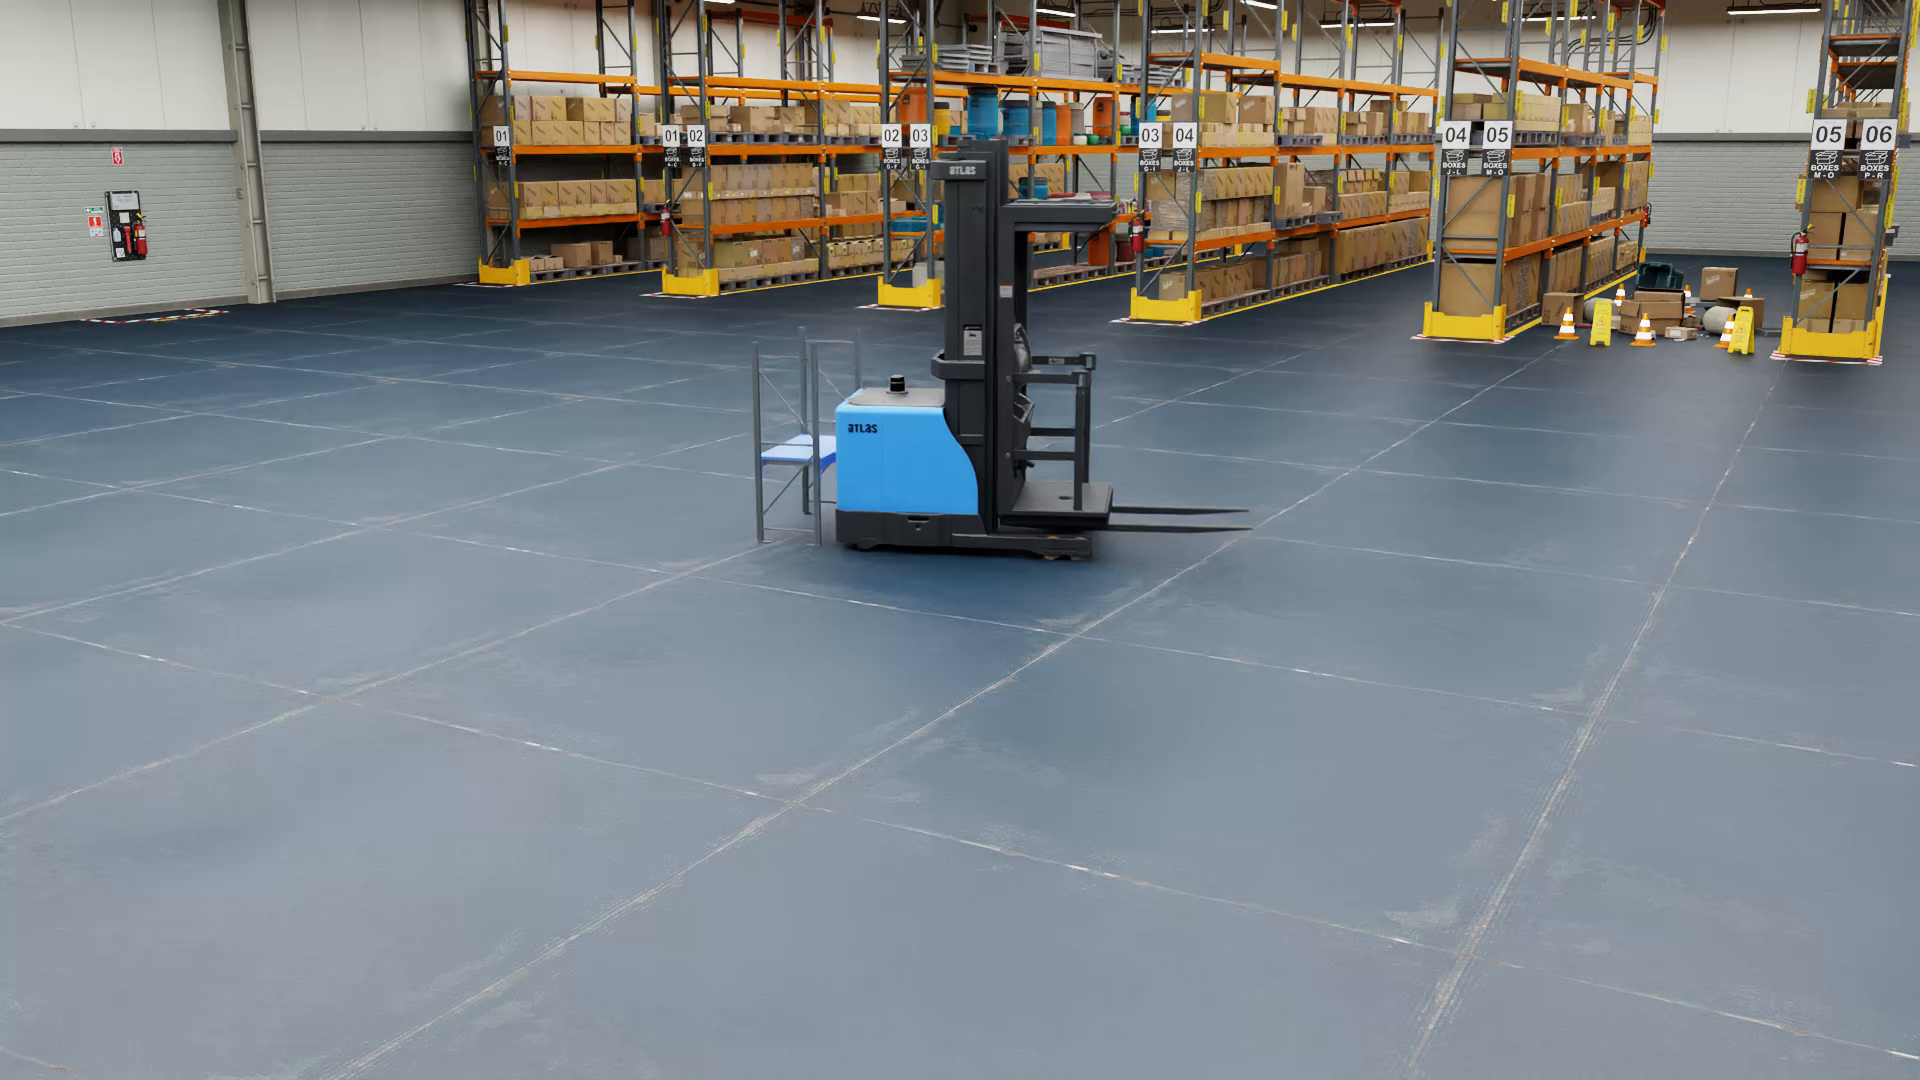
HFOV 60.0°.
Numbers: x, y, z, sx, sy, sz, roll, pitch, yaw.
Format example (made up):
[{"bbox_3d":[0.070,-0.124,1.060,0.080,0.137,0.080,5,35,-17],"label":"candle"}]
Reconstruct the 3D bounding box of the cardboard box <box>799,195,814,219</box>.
[{"bbox_3d":[-3.530,-7.057,35.191,0.700,0.500,0.500,7,15,27],"label":"cardboard box"}]

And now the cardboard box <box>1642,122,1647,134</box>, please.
[{"bbox_3d":[14.947,-9.151,36.945,0.500,0.250,0.500,8,16,29],"label":"cardboard box"}]

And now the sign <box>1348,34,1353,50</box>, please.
[{"bbox_3d":[8.742,-11.133,37.183,0.100,0.325,0.005,7,15,28],"label":"sign"}]

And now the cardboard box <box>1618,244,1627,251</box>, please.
[{"bbox_3d":[14.635,-6.508,37.044,0.380,0.149,0.250,7,15,28],"label":"cardboard box"}]

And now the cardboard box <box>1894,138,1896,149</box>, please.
[{"bbox_3d":[12.535,-5.401,22.671,0.380,0.149,0.250,7,15,28],"label":"cardboard box"}]

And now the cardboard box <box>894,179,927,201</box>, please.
[{"bbox_3d":[-1.182,-8.315,39.515,0.700,0.500,0.500,2,14,9],"label":"cardboard box"}]

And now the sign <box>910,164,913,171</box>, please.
[{"bbox_3d":[-1.390,-10.736,47.690,0.100,0.325,0.005,7,15,28],"label":"sign"}]

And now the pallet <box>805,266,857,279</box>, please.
[{"bbox_3d":[-2.999,-5.900,36.555,1.003,0.211,1.213,7,15,28],"label":"pallet"}]

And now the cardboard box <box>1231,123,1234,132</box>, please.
[{"bbox_3d":[4.489,-7.085,28.590,0.380,0.149,0.250,7,15,27],"label":"cardboard box"}]

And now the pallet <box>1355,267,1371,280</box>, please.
[{"bbox_3d":[8.320,-5.844,36.325,1.003,0.211,1.213,7,15,28],"label":"pallet"}]

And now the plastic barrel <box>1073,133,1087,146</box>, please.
[{"bbox_3d":[2.536,-8.462,35.129,0.301,0.262,0.301,0,14,0],"label":"plastic barrel"}]

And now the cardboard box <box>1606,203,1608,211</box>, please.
[{"bbox_3d":[13.122,-6.858,34.219,0.380,0.149,0.250,7,15,25],"label":"cardboard box"}]

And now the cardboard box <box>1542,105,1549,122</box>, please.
[{"bbox_3d":[9.140,-6.841,26.683,0.500,0.250,0.500,7,15,28],"label":"cardboard box"}]

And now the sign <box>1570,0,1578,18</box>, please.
[{"bbox_3d":[10.116,-8.774,27.395,0.100,0.325,0.005,7,15,28],"label":"sign"}]

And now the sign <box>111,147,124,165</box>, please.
[{"bbox_3d":[-14.232,-6.484,28.083,0.001,0.298,0.199,7,15,28],"label":"sign"}]

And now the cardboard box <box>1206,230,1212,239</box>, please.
[{"bbox_3d":[4.033,-5.164,28.090,0.380,0.149,0.250,7,15,28],"label":"cardboard box"}]

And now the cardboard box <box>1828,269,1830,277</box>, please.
[{"bbox_3d":[12.621,-3.963,24.556,0.380,0.149,0.250,8,16,30],"label":"cardboard box"}]

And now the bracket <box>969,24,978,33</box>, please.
[{"bbox_3d":[0.347,-15.972,51.902,0.235,0.232,0.430,7,15,28],"label":"bracket"}]

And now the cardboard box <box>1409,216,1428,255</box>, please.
[{"bbox_3d":[10.910,-7.470,40.754,0.875,0.875,0.875,7,15,28],"label":"cardboard box"}]

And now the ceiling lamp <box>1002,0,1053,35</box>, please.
[{"bbox_3d":[1.650,-16.141,47.830,2.000,3.185,0.800,7,15,28],"label":"ceiling lamp"}]

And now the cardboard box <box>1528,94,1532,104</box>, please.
[{"bbox_3d":[8.516,-6.738,25.407,0.380,0.149,0.250,8,15,29],"label":"cardboard box"}]

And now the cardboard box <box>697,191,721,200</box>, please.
[{"bbox_3d":[-4.877,-6.699,32.324,0.380,0.149,0.250,7,15,28],"label":"cardboard box"}]

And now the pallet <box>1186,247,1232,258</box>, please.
[{"bbox_3d":[6.381,-7.479,43.107,1.003,0.211,1.213,7,15,28],"label":"pallet"}]

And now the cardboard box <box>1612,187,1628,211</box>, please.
[{"bbox_3d":[13.969,-7.302,35.572,0.500,0.500,0.500,7,15,27],"label":"cardboard box"}]

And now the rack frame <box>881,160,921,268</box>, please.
[{"bbox_3d":[-1.388,-7.920,38.987,1.000,3.000,0.127,7,15,28],"label":"rack frame"}]

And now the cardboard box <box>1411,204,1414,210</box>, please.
[{"bbox_3d":[10.527,-7.893,39.407,0.380,0.149,0.250,8,16,29],"label":"cardboard box"}]

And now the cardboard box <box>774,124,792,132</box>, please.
[{"bbox_3d":[-3.665,-8.430,34.040,0.380,0.149,0.250,7,15,28],"label":"cardboard box"}]

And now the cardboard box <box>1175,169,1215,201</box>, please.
[{"bbox_3d":[3.919,-5.917,27.697,0.500,0.500,0.500,7,15,28],"label":"cardboard box"}]

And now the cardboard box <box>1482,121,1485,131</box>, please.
[{"bbox_3d":[7.941,-6.425,25.810,0.380,0.149,0.250,8,15,29],"label":"cardboard box"}]

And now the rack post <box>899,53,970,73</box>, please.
[{"bbox_3d":[-0.444,-8.531,29.787,0.937,0.300,0.954,9,16,34],"label":"rack post"}]

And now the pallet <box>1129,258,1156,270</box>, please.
[{"bbox_3d":[3.882,-6.419,38.708,1.003,0.211,1.213,7,15,28],"label":"pallet"}]

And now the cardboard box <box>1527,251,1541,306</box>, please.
[{"bbox_3d":[9.276,-4.444,28.205,0.875,0.875,0.875,8,16,29],"label":"cardboard box"}]

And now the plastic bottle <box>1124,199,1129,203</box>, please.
[{"bbox_3d":[3.875,-7.877,39.072,0.152,0.276,0.135,7,15,28],"label":"plastic bottle"}]

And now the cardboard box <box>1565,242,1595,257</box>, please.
[{"bbox_3d":[12.121,-5.682,32.540,0.500,0.250,0.500,7,15,26],"label":"cardboard box"}]

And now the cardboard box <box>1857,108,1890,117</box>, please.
[{"bbox_3d":[12.440,-5.807,22.654,0.380,0.149,0.250,7,15,28],"label":"cardboard box"}]

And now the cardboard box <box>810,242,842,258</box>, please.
[{"bbox_3d":[-2.904,-6.296,36.025,0.500,0.311,0.500,7,15,28],"label":"cardboard box"}]

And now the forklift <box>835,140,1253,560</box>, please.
[{"bbox_3d":[0.641,-1.412,12.136,3.031,2.935,1.130,2,14,7],"label":"forklift"}]

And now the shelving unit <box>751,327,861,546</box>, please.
[{"bbox_3d":[-1.148,-0.816,12.716,0.538,1.500,1.048,3,14,14],"label":"shelving unit"}]

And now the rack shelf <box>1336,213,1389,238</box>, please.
[{"bbox_3d":[8.249,-6.858,36.115,1.077,0.370,4.000,7,15,28],"label":"rack shelf"}]

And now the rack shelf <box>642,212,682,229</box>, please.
[{"bbox_3d":[-6.693,-7.721,39.694,1.077,0.370,4.000,7,15,28],"label":"rack shelf"}]

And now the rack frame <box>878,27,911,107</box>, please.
[{"bbox_3d":[-1.859,-13.039,47.417,1.000,3.000,0.127,7,15,28],"label":"rack frame"}]

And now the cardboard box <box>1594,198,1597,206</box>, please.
[{"bbox_3d":[12.362,-6.681,32.849,0.380,0.149,0.250,7,15,28],"label":"cardboard box"}]

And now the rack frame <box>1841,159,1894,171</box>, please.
[{"bbox_3d":[17.891,-6.495,33.075,1.000,3.000,0.127,7,15,28],"label":"rack frame"}]

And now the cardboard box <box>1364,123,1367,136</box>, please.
[{"bbox_3d":[8.607,-9.022,36.451,0.500,0.311,0.500,7,15,26],"label":"cardboard box"}]

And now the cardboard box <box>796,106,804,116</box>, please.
[{"bbox_3d":[-4.332,-11.221,43.526,0.500,0.250,0.500,9,16,32],"label":"cardboard box"}]

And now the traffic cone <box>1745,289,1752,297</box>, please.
[{"bbox_3d":[13.398,-4.034,28.278,0.336,0.463,0.334,7,15,28],"label":"traffic cone"}]

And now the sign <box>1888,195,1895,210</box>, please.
[{"bbox_3d":[14.502,-5.215,25.917,0.100,0.325,0.005,7,15,28],"label":"sign"}]

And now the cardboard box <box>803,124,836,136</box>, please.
[{"bbox_3d":[-3.015,-8.815,35.720,0.500,0.250,0.500,9,16,34],"label":"cardboard box"}]

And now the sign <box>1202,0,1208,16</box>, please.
[{"bbox_3d":[3.890,-8.504,26.443,0.100,0.325,0.005,7,15,28],"label":"sign"}]

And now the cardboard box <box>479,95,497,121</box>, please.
[{"bbox_3d":[-9.614,-8.960,34.511,0.500,0.500,0.500,8,16,31],"label":"cardboard box"}]

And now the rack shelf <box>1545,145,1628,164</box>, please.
[{"bbox_3d":[12.542,-7.733,33.346,1.077,0.370,4.000,7,15,28],"label":"rack shelf"}]

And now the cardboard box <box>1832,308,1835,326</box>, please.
[{"bbox_3d":[13.000,-3.411,25.253,0.500,0.250,0.500,7,15,27],"label":"cardboard box"}]

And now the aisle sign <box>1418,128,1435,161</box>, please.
[{"bbox_3d":[11.447,-9.683,40.752,0.394,0.787,0.004,7,15,28],"label":"aisle sign"}]
